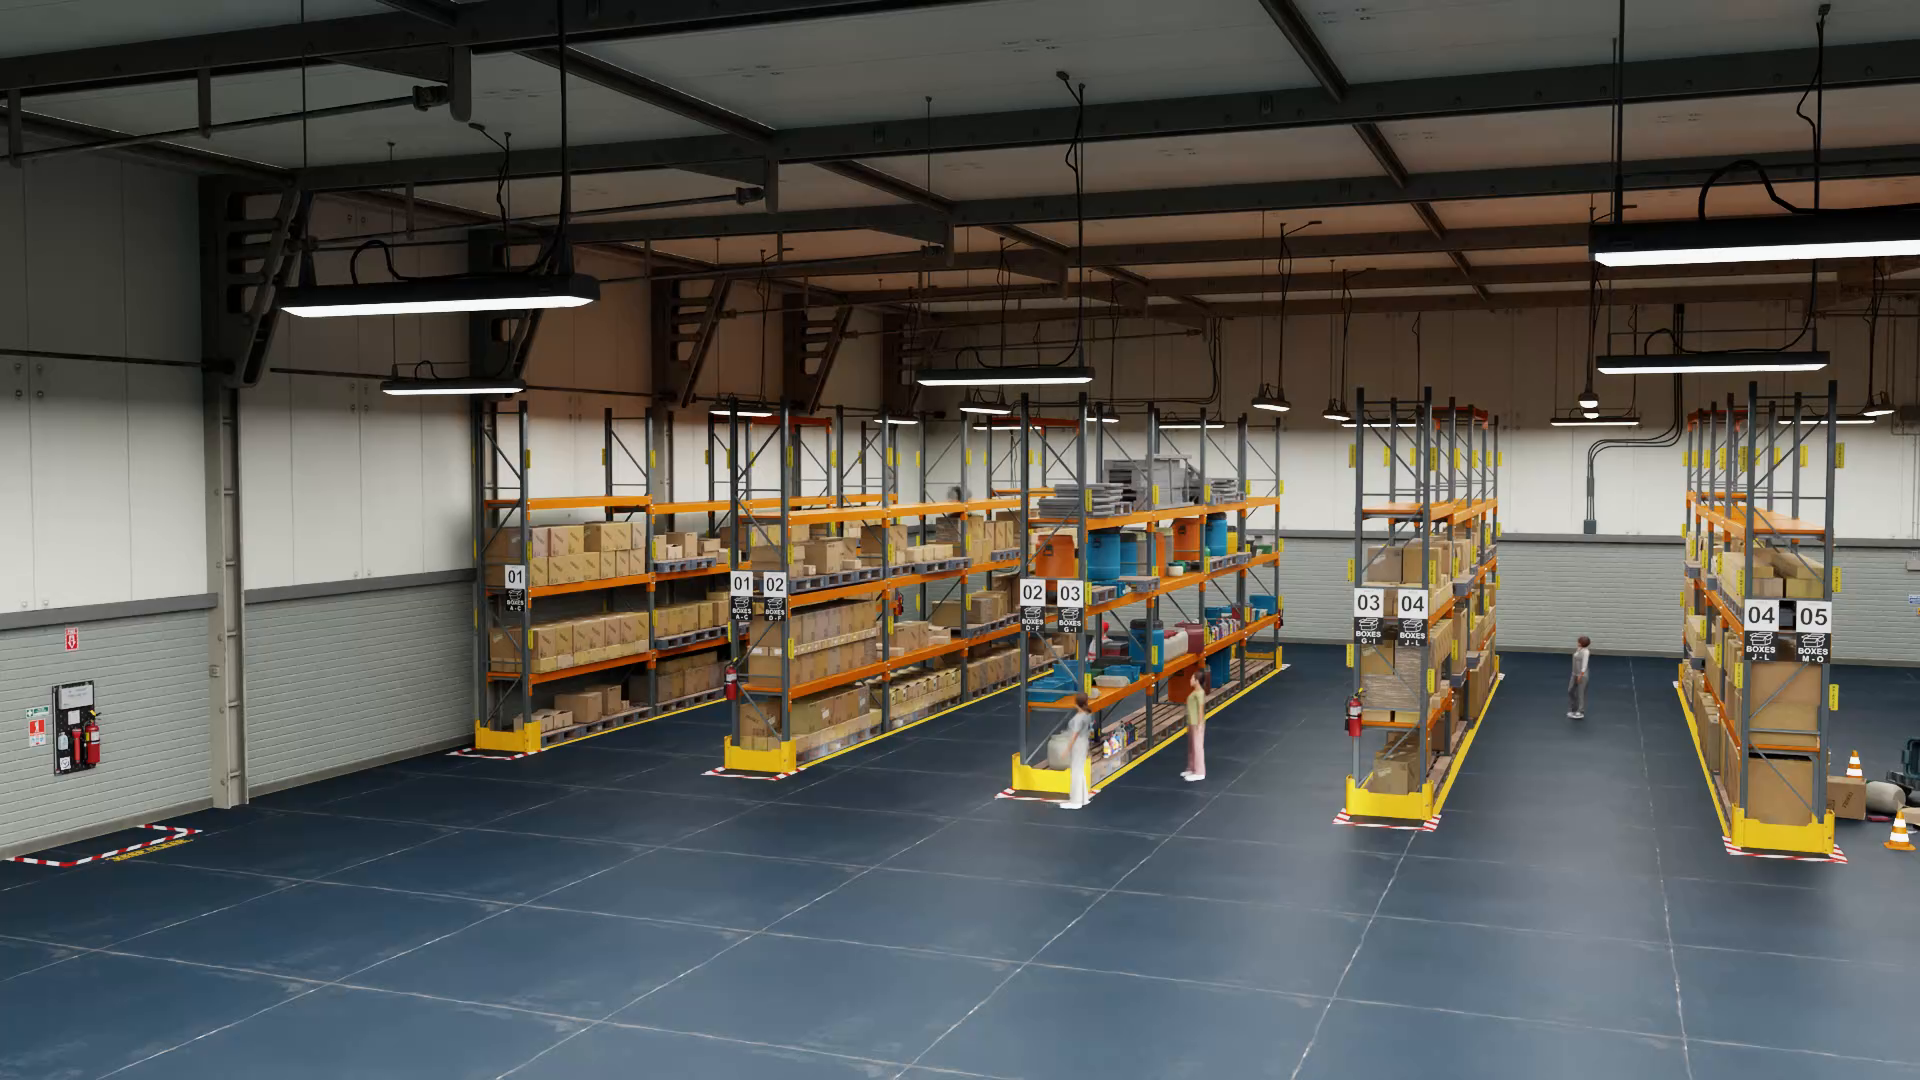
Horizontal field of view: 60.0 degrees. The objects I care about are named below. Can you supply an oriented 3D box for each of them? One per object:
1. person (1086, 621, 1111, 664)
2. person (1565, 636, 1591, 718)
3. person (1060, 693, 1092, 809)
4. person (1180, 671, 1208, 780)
[{"bbox_3d":[2.741,2.506,33.741,0.960,1.726,0.671,-2,4,-40],"label":"person"},{"bbox_3d":[11.976,2.662,32.159,0.391,1.639,0.449,-1,3,-21],"label":"person"},{"bbox_3d":[1.685,3.023,23.851,0.462,1.697,0.560,1,3,14],"label":"person"},{"bbox_3d":[3.671,2.893,26.017,0.396,1.676,0.492,0,3,-10],"label":"person"}]
